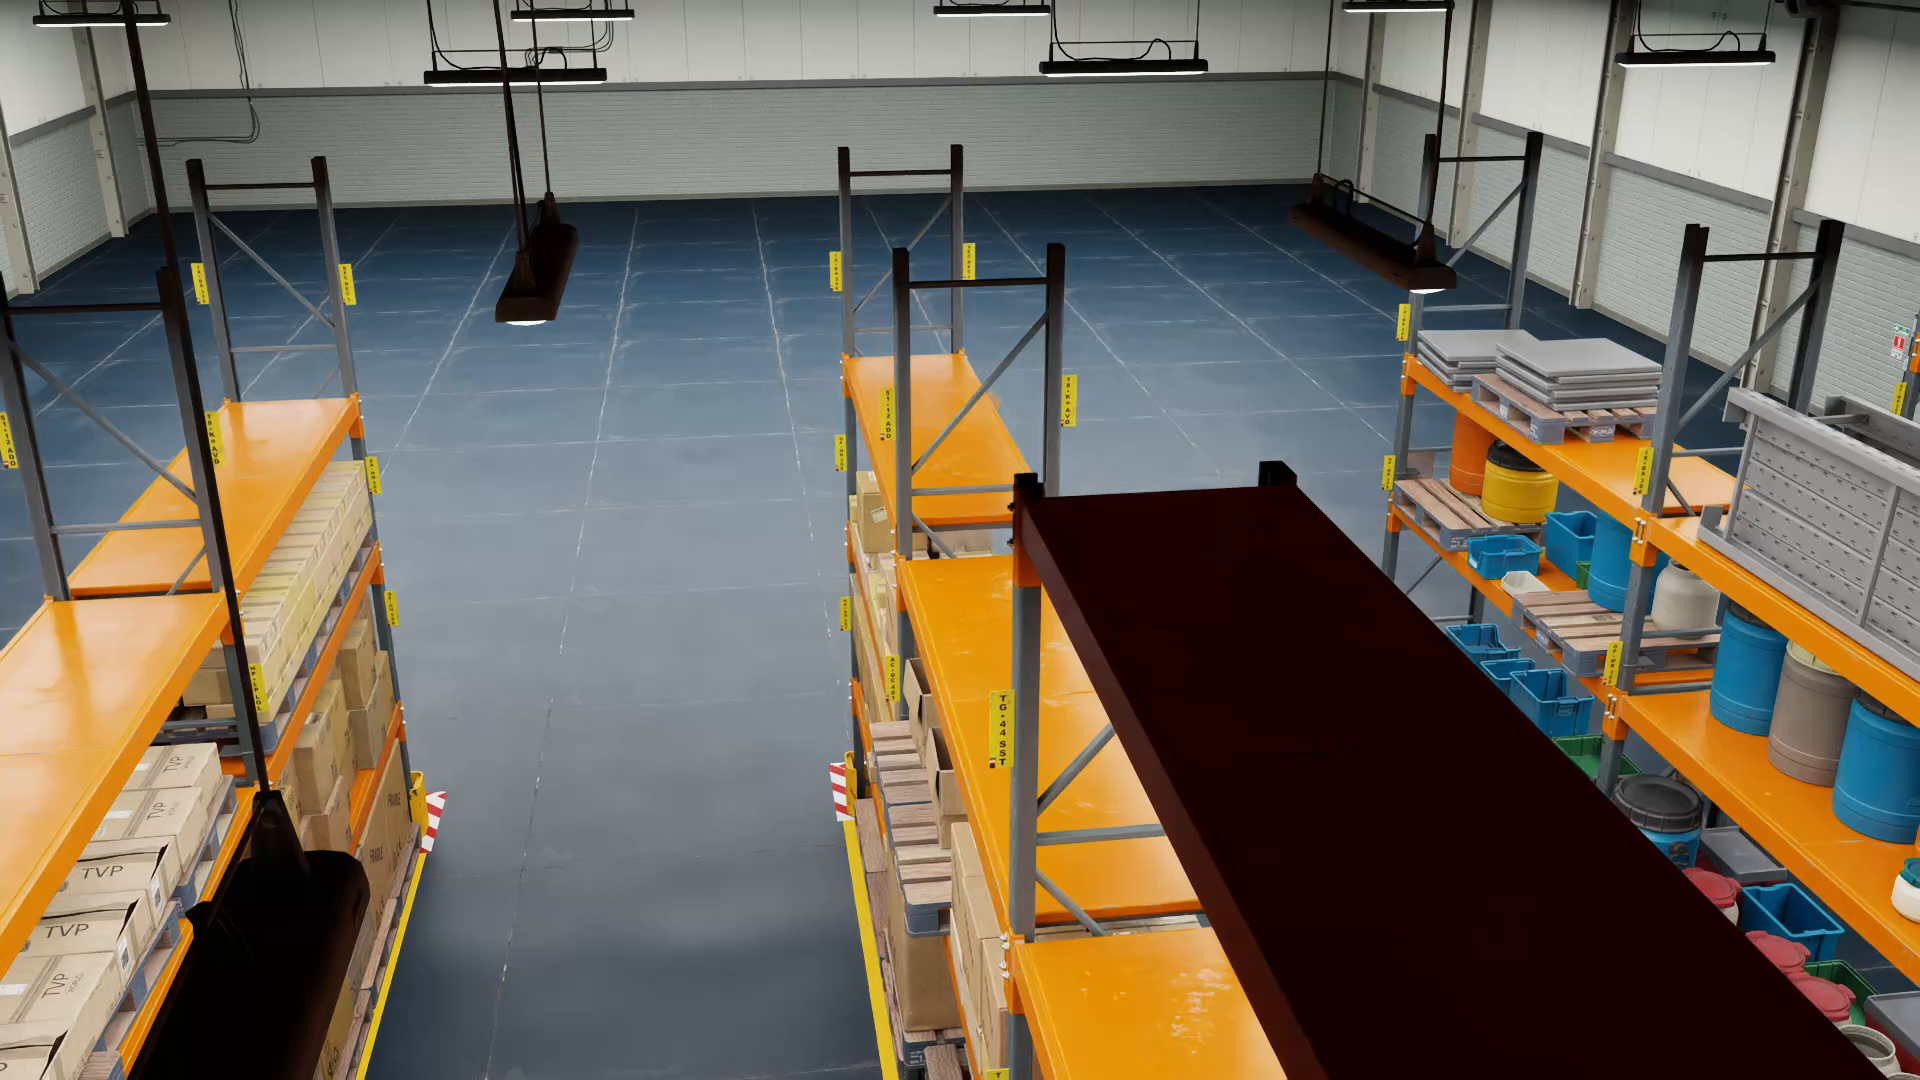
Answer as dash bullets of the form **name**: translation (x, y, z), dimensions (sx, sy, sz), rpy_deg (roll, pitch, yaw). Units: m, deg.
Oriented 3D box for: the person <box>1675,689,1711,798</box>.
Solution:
- **person**: translation (6.297, 2.020, 14.304), dimensions (0.499, 1.711, 0.517), rpy_deg (12, 24, 27)
